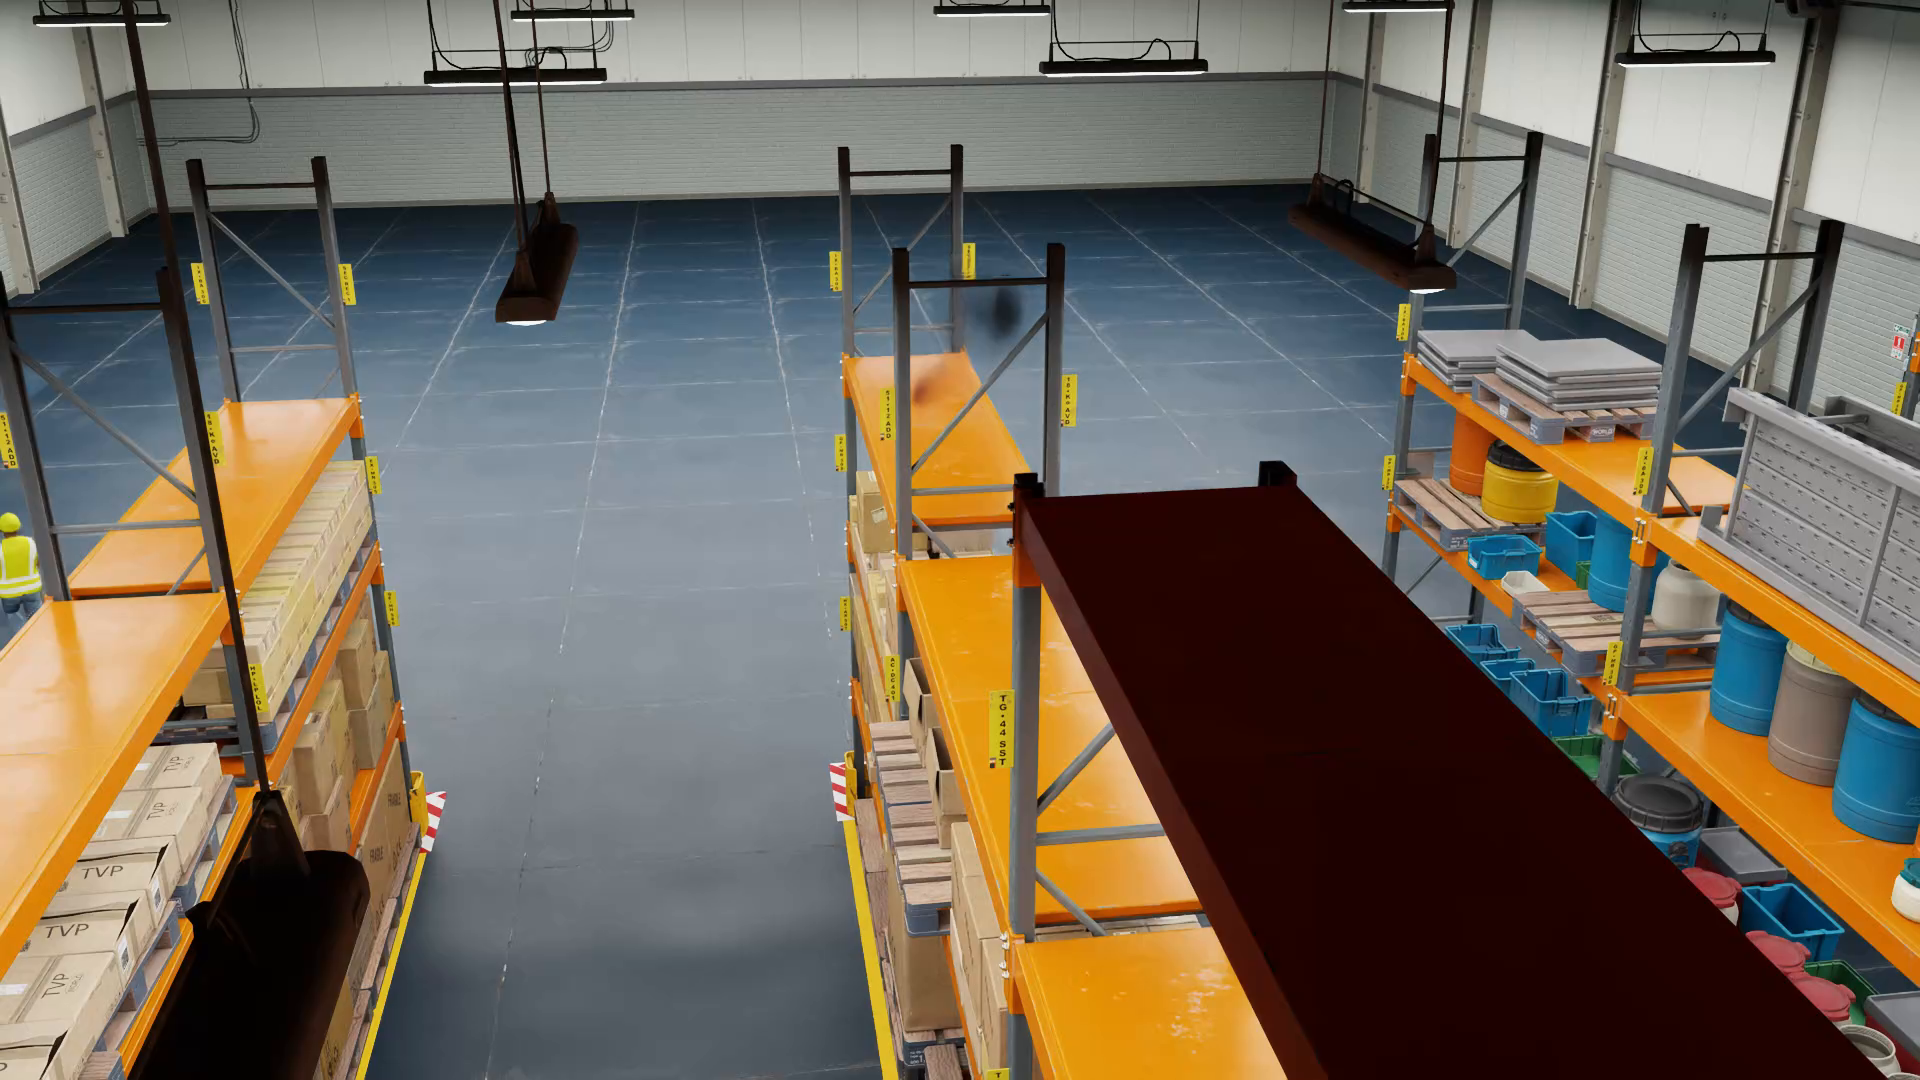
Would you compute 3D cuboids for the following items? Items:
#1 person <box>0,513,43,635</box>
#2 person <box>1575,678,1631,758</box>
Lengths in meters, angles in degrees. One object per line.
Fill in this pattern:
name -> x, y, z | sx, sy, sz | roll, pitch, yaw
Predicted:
person -> -10.115, 0.545, 17.862 | 0.719, 1.728, 0.840 | -14, 25, -31
person -> 6.121, 1.449, 15.800 | 0.657, 1.695, 0.790 | -12, 24, -27
